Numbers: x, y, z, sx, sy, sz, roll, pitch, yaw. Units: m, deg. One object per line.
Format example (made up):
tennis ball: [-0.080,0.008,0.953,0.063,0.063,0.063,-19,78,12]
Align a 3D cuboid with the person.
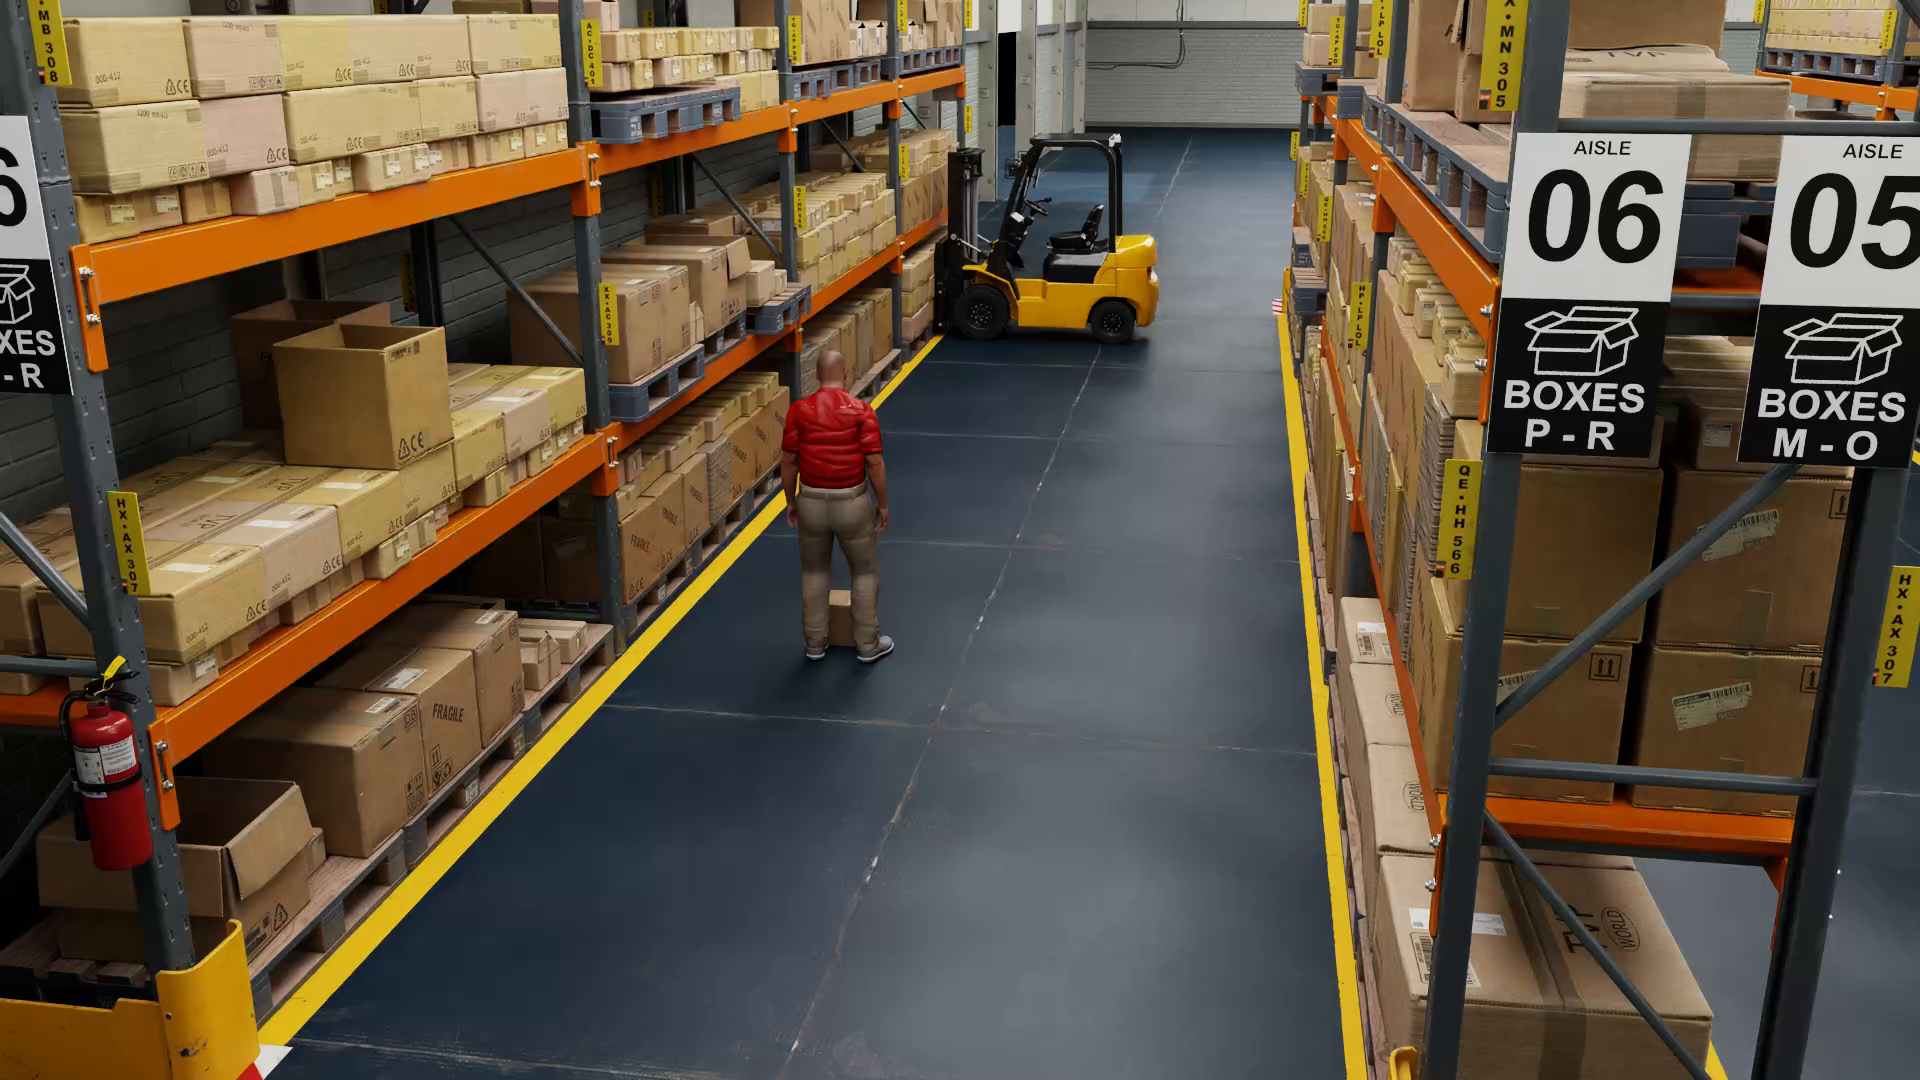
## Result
person: [-0.682,-0.176,9.125,0.585,1.727,0.390,3,18,9]
